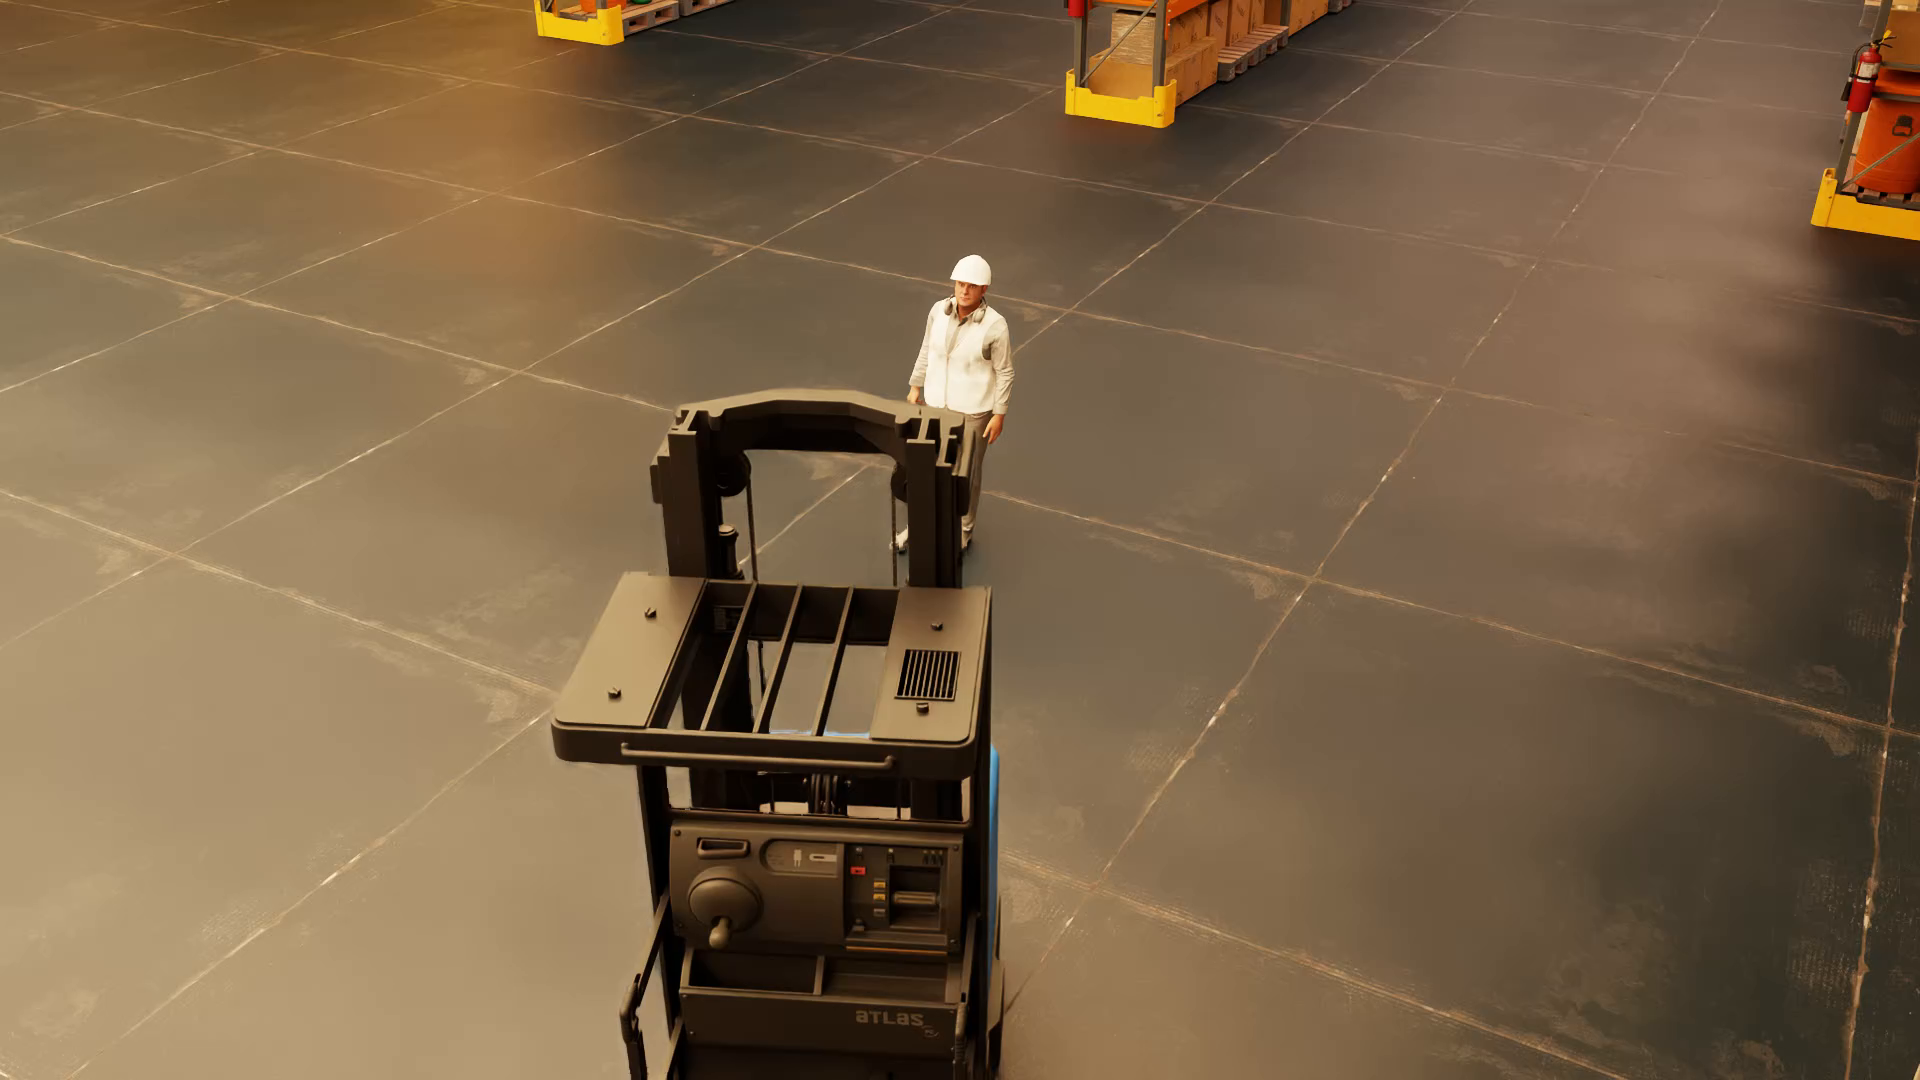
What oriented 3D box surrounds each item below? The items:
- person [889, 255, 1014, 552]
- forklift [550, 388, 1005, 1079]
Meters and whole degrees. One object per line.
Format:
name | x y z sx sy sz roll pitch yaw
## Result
person | -0.037 -0.750 9.512 0.632 1.773 0.568 15 33 25
forklift | -0.470 1.153 5.073 1.130 2.935 3.031 2 30 4
